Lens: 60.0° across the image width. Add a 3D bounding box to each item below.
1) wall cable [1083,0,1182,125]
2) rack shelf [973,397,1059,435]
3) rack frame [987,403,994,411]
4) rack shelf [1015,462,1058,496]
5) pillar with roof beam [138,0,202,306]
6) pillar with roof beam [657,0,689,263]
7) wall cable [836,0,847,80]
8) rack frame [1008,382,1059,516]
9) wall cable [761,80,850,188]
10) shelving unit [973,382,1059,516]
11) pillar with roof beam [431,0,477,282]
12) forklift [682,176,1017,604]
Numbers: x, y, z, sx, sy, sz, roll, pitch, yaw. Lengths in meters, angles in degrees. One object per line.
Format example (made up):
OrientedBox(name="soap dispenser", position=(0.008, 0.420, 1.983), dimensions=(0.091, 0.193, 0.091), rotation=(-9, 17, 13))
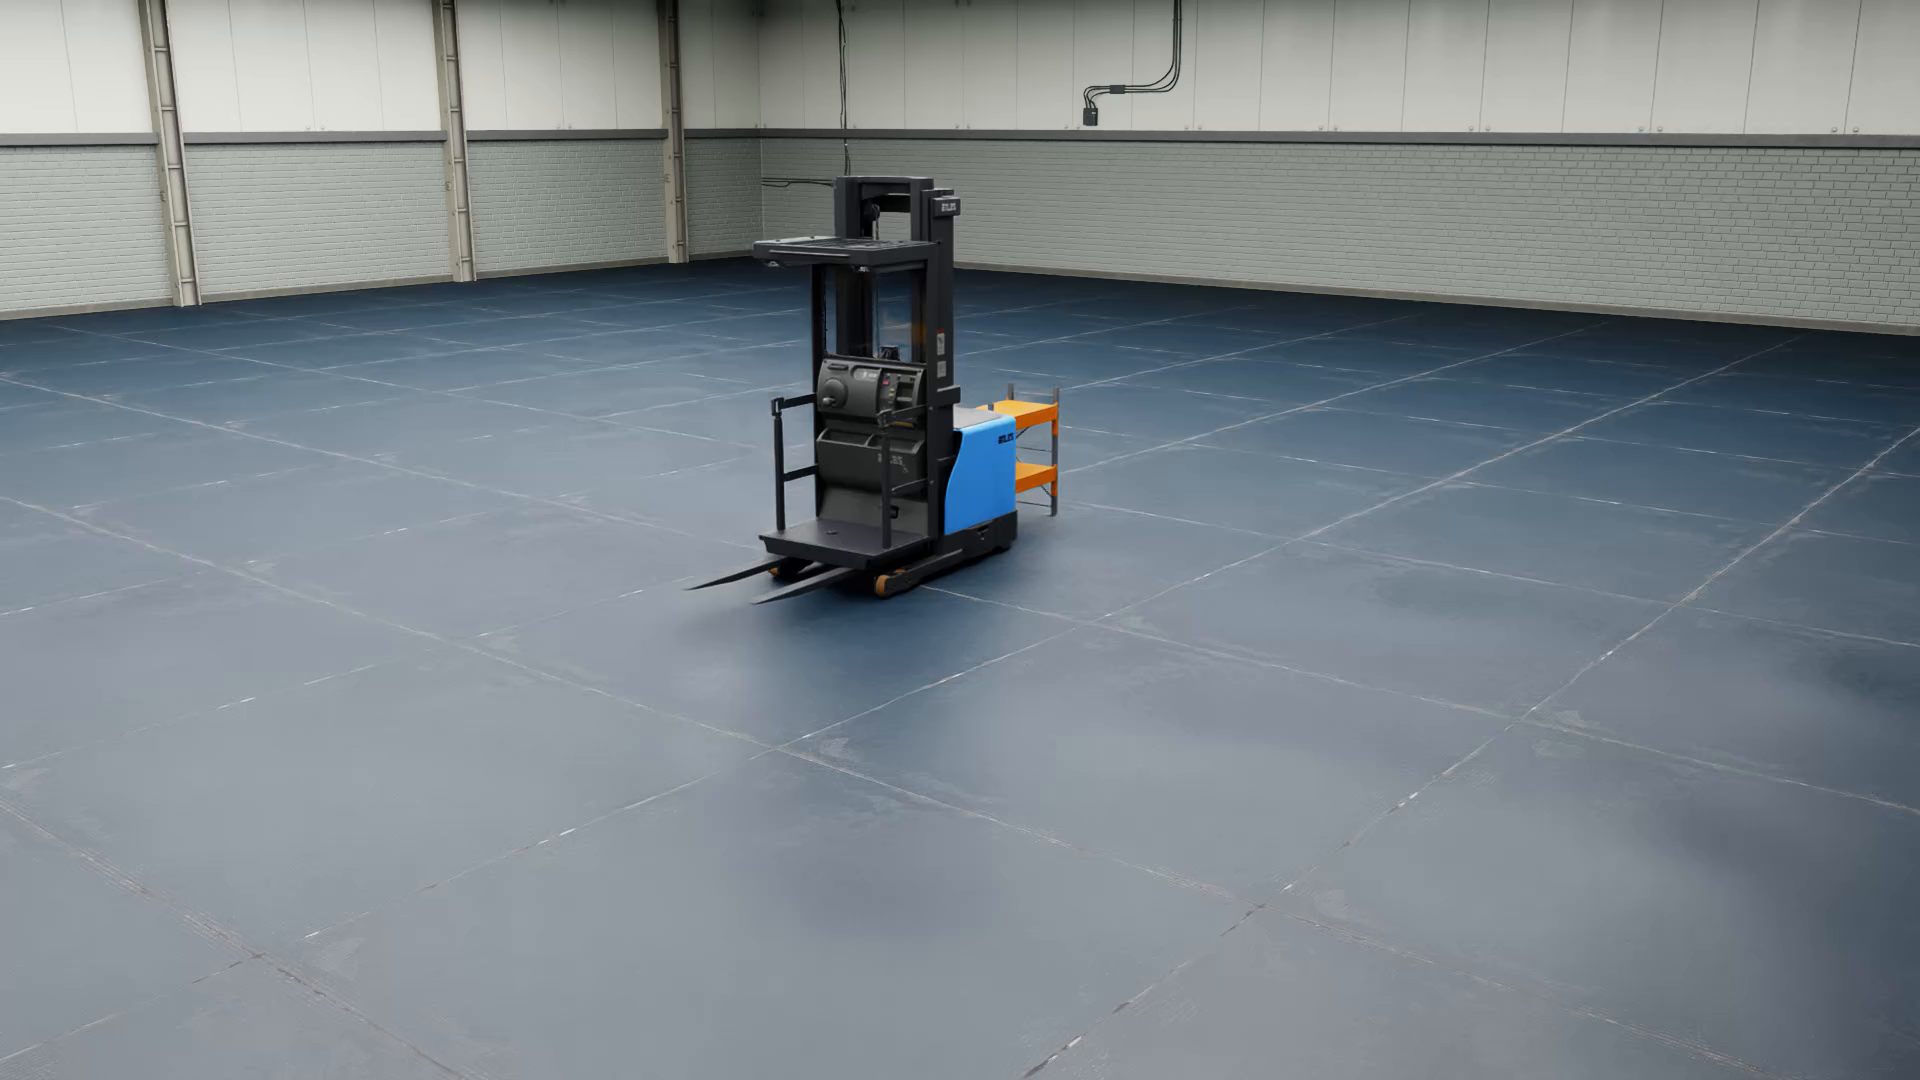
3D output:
OrientedBox(name="wall cable", position=(3.526, -11.537, 33.854), dimensions=(2.305, 6.003, 0.169), rotation=(11, 18, 38))
OrientedBox(name="rack shelf", position=(0.344, -0.970, 13.970), dimensions=(0.538, 0.278, 1.000), rotation=(10, 17, 33))
OrientedBox(name="rack frame", position=(0.058, -0.583, 13.634), dimensions=(0.500, 1.125, 0.032), rotation=(10, 17, 33))
OrientedBox(name="rack shelf", position=(0.344, -0.450, 14.102), dimensions=(0.538, 0.278, 1.000), rotation=(10, 17, 33))
OrientedBox(name="pillar with roof beam", position=(-10.922, -8.037, 26.983), dimensions=(9.100, 9.000, 0.400), rotation=(11, 18, 38))
OrientedBox(name="pillar with roof beam", position=(-3.380, -10.335, 36.030), dimensions=(9.100, 9.000, 0.400), rotation=(11, 18, 38))
OrientedBox(name="wall cable", position=(-1.744, -11.885, 38.180), dimensions=(3.097, 2.526, 0.112), rotation=(11, 18, 38))
OrientedBox(name="rack frame", position=(0.630, -0.790, 14.449), dimensions=(0.500, 1.125, 0.032), rotation=(10, 17, 33))
OrientedBox(name="wall cable", position=(-3.848, -9.856, 40.450), dimensions=(3.097, 2.526, 0.112), rotation=(11, 18, 38))
OrientedBox(name="shelving unit", position=(0.344, -0.687, 14.042), dimensions=(0.538, 1.125, 1.048), rotation=(10, 17, 33))
OrientedBox(name="pillar with roof beam", position=(-7.151, -9.186, 31.507), dimensions=(9.100, 9.000, 0.400), rotation=(11, 18, 38))
OrientedBox(name="forklift", position=(-0.786, -1.136, 12.142), dimensions=(1.130, 2.935, 3.031), rotation=(10, 17, 33))
